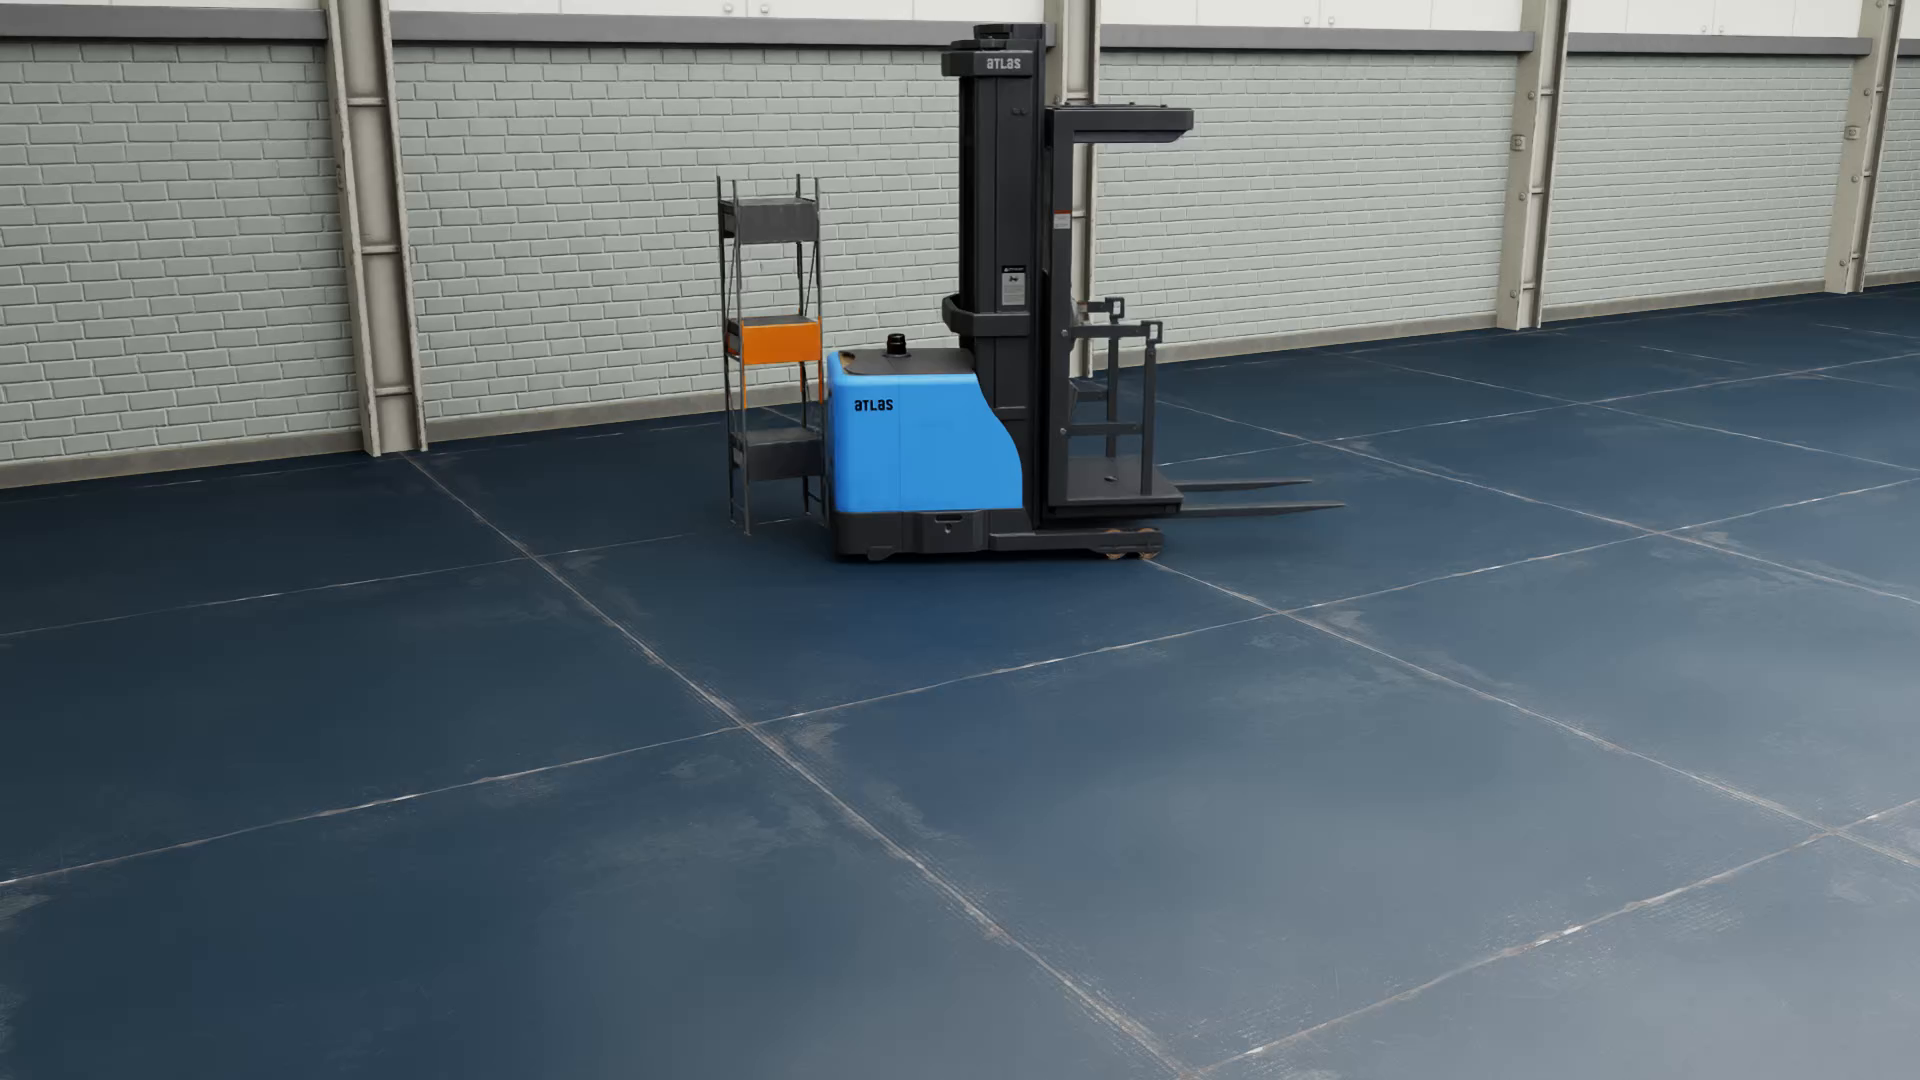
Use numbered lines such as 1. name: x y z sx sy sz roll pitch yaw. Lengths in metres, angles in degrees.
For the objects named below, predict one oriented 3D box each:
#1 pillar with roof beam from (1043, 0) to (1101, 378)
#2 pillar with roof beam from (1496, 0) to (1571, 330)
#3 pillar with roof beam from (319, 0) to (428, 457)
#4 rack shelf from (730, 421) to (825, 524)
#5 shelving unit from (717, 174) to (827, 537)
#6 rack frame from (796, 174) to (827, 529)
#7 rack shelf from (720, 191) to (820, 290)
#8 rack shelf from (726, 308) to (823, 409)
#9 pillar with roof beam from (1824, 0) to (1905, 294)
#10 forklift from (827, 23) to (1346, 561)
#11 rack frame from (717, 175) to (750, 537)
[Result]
1. pillar with roof beam: 3.189 -4.839 10.501 0.400 9.000 9.100 -9 18 -30
2. pillar with roof beam: 8.332 -5.673 13.476 0.400 9.000 9.100 -9 18 -30
3. pillar with roof beam: -1.954 -4.005 7.525 0.400 9.000 9.100 -9 18 -30
4. rack shelf: -1.122 -0.419 10.158 0.480 0.518 0.431 -6 17 -22
5. shelving unit: -1.122 -1.106 9.965 0.503 2.100 0.431 -6 17 -22
6. rack frame: -0.897 -1.131 10.056 0.015 2.100 0.400 -6 17 -22
7. rack shelf: -1.122 -1.767 9.780 0.480 0.518 0.431 -6 17 -22
8. rack shelf: -1.122 -1.093 9.969 0.480 0.518 0.431 -6 17 -22
9. pillar with roof beam: 13.475 -6.507 16.451 0.400 9.000 9.100 -9 18 -30
10. forklift: 0.742 -1.445 9.636 3.031 2.935 1.130 -2 16 -7
11. rack frame: -1.347 -1.081 9.875 0.015 2.100 0.400 -6 17 -22
